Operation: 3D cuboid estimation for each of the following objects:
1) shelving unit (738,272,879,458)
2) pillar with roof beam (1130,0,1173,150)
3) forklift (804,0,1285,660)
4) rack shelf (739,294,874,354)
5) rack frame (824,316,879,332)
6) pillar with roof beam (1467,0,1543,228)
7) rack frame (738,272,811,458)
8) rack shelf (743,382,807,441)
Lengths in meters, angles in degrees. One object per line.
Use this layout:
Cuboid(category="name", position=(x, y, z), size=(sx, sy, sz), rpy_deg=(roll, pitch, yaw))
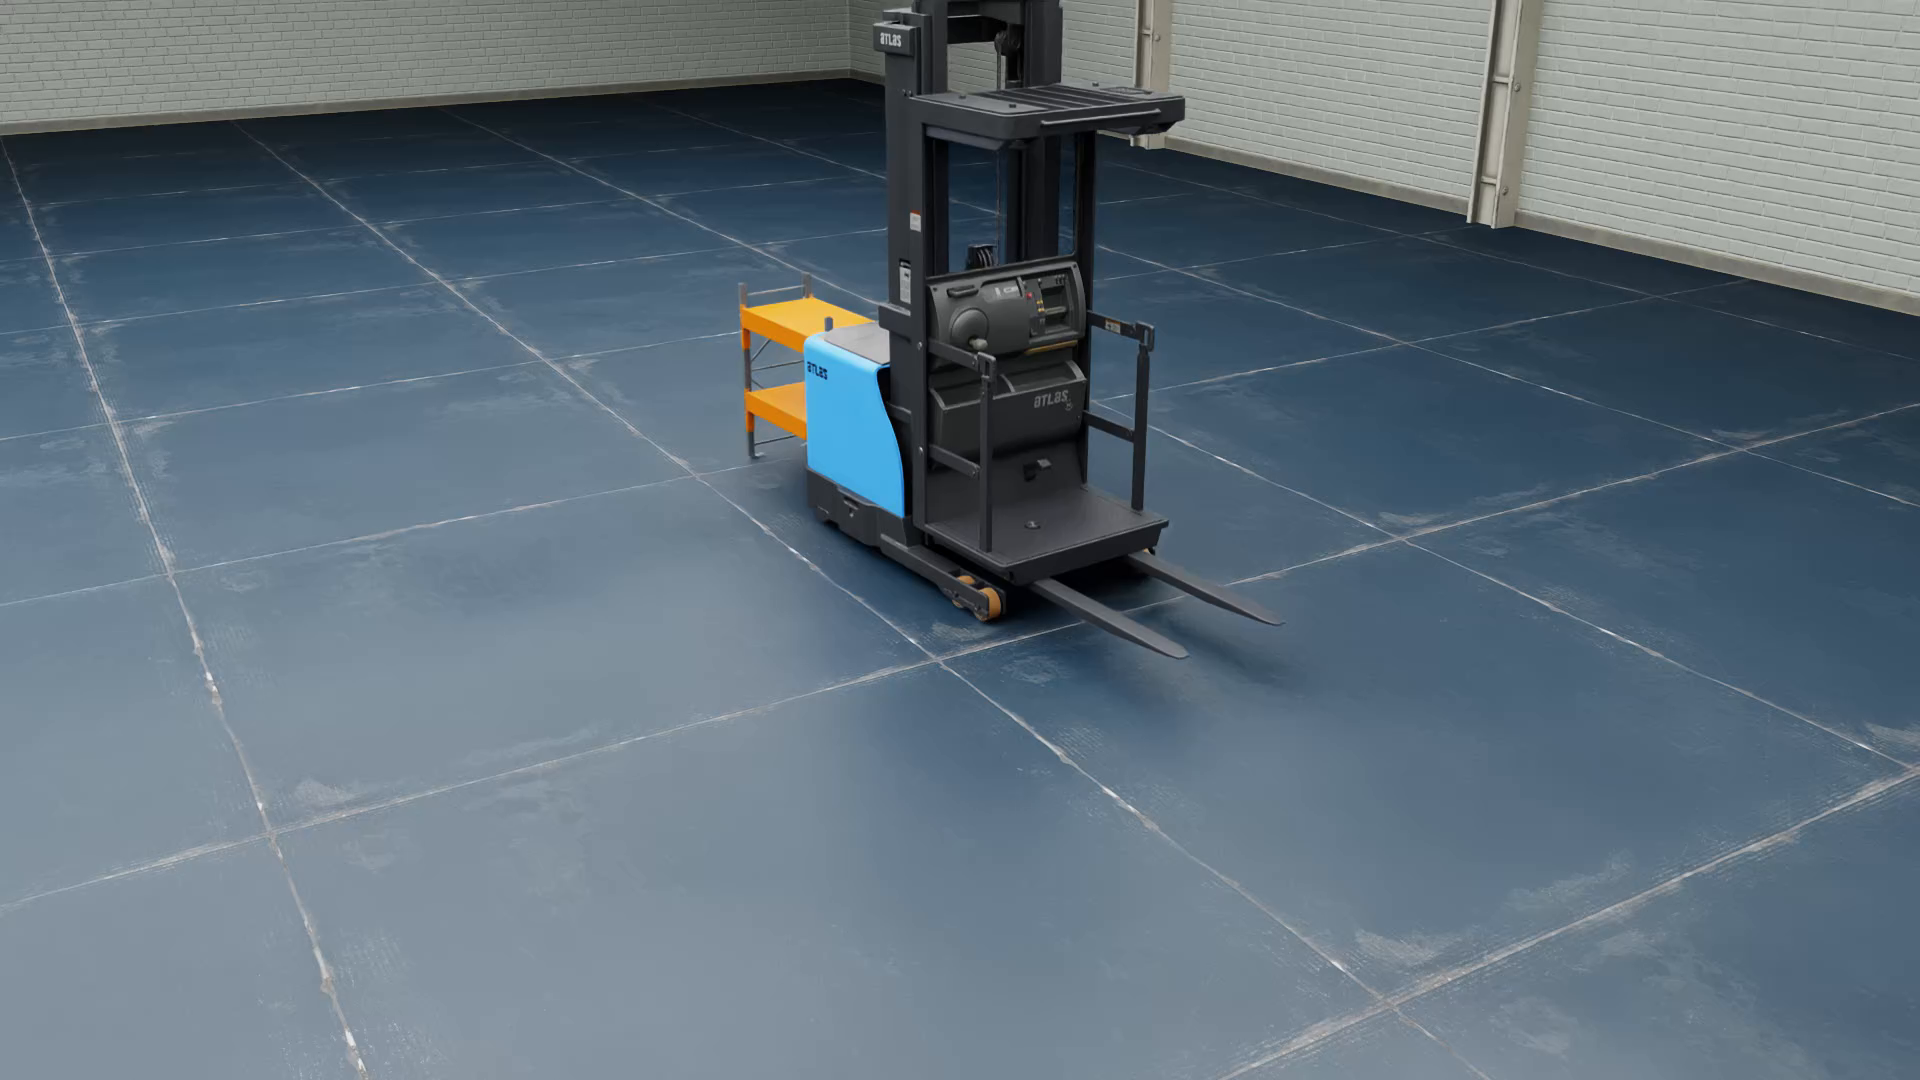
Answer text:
Cuboid(category="shelving unit", position=(-0.854, -0.948, 10.150), size=(0.538, 1.125, 1.048), rpy_deg=(-15, 27, -32))
Cuboid(category="pillar with roof beam", position=(-1.180, -8.612, 18.548), size=(9.100, 9.000, 0.400), rpy_deg=(-13, 25, -28))
Cuboid(category="forklift", position=(0.375, -1.159, 8.271), size=(1.130, 2.935, 3.031), rpy_deg=(-15, 27, -32))
Cuboid(category="rack shelf", position=(-0.854, -1.219, 10.040), size=(0.538, 0.278, 1.000), rpy_deg=(-15, 27, -32))
Cuboid(category="rack frame", position=(-0.560, -0.792, 9.766), size=(0.500, 1.125, 0.032), rpy_deg=(-15, 27, -32))
Cuboid(category="pillar with roof beam", position=(1.884, -6.669, 13.769), size=(9.100, 9.000, 0.400), rpy_deg=(-13, 25, -28))
Cuboid(category="rack frame", position=(-1.149, -1.104, 10.534), size=(0.500, 1.125, 0.032), rpy_deg=(-15, 27, -32))
Cuboid(category="rack shelf", position=(-0.854, -0.721, 10.242), size=(0.538, 0.278, 1.000), rpy_deg=(-15, 27, -32))
